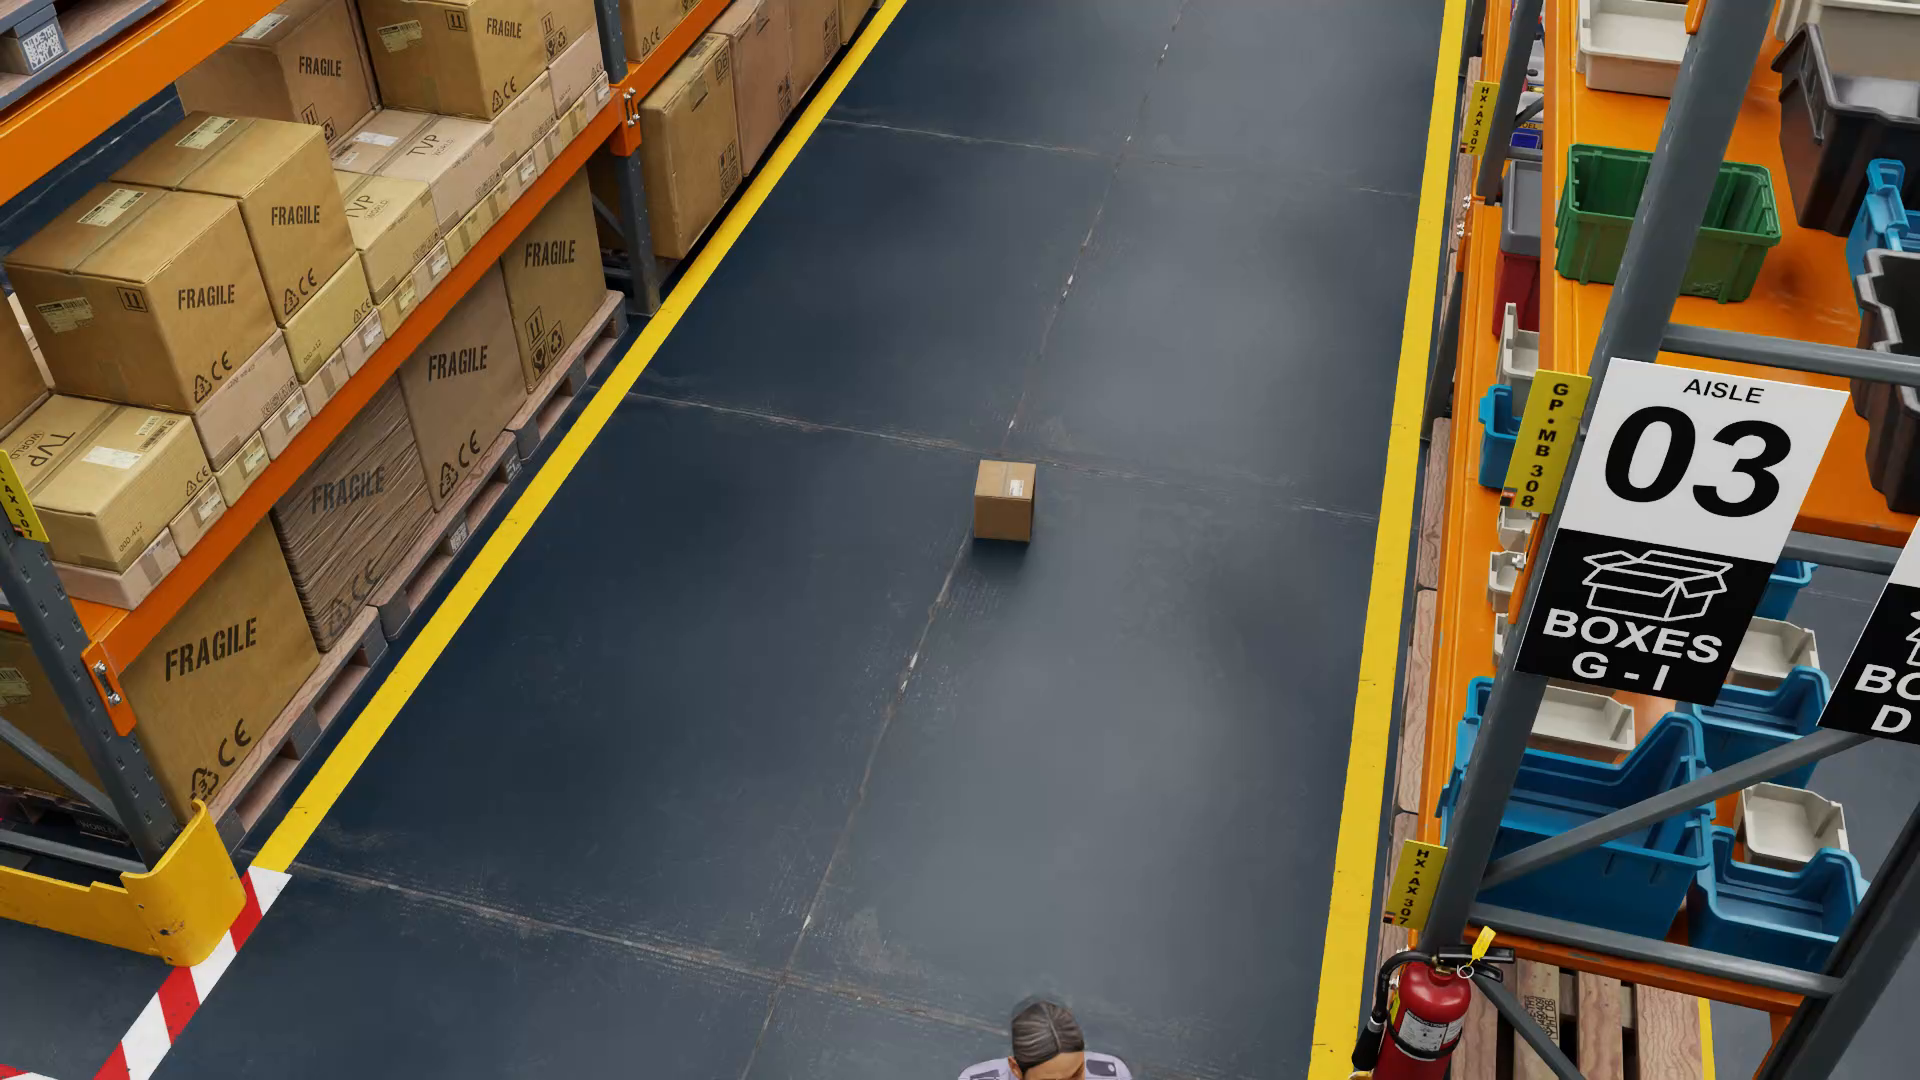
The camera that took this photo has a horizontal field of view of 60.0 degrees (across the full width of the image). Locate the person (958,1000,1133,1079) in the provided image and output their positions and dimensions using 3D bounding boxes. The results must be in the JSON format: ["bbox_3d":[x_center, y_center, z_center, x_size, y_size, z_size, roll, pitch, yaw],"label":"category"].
[{"bbox_3d":[0.216,1.715,4.215,0.512,1.598,0.965,-7,42,-7],"label":"person"}]
